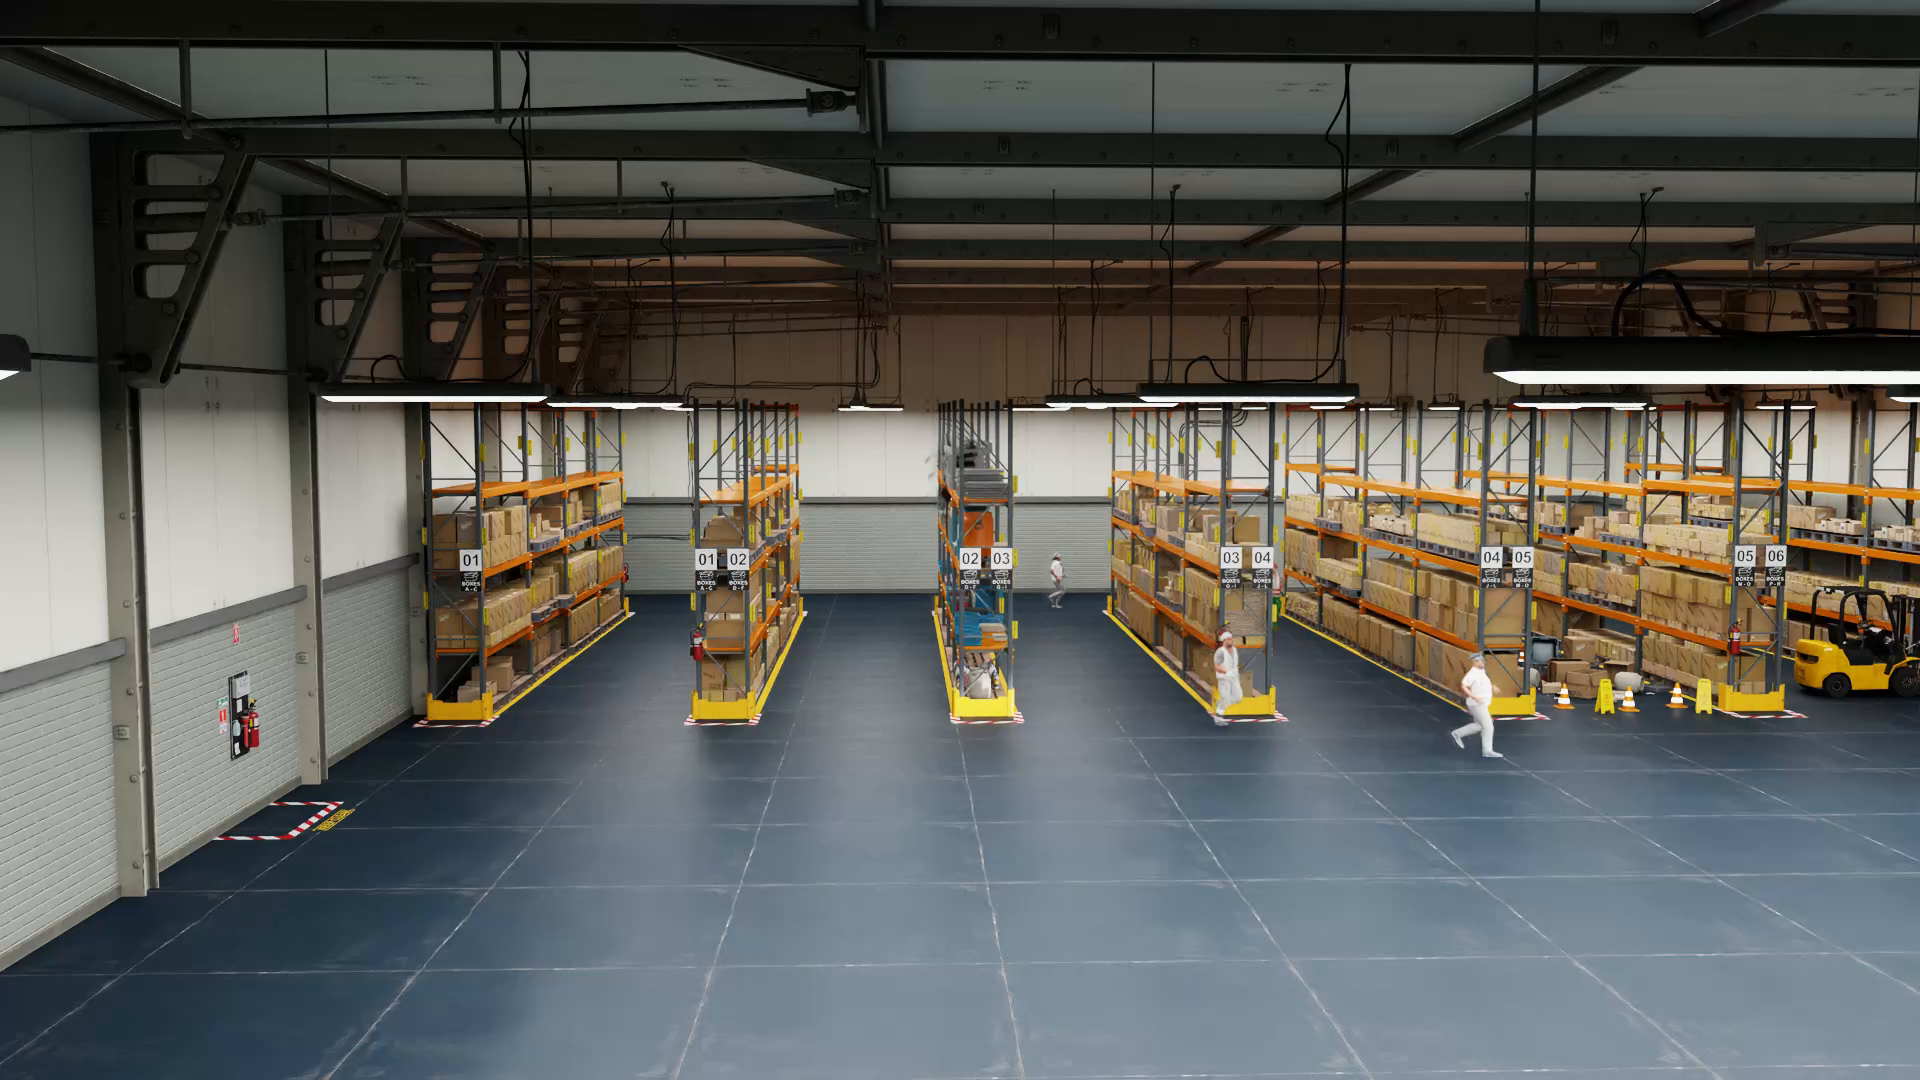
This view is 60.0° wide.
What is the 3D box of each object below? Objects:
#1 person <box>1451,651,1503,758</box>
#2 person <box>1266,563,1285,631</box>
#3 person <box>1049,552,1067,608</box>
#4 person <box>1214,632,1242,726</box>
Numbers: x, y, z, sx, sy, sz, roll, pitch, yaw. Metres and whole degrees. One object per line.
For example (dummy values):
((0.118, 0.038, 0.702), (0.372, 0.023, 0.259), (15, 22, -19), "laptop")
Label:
((8.645, 2.731, 27.808), (0.886, 1.751, 0.676), (3, 5, 30), "person")
((8.296, 1.498, 44.037), (0.656, 1.772, 0.879), (-1, 4, -8), "person")
((2.893, 1.179, 49.088), (0.555, 1.661, 0.578), (0, 4, 5), "person")
((4.923, 2.546, 30.421), (0.690, 1.739, 0.661), (-3, 5, -36), "person")
